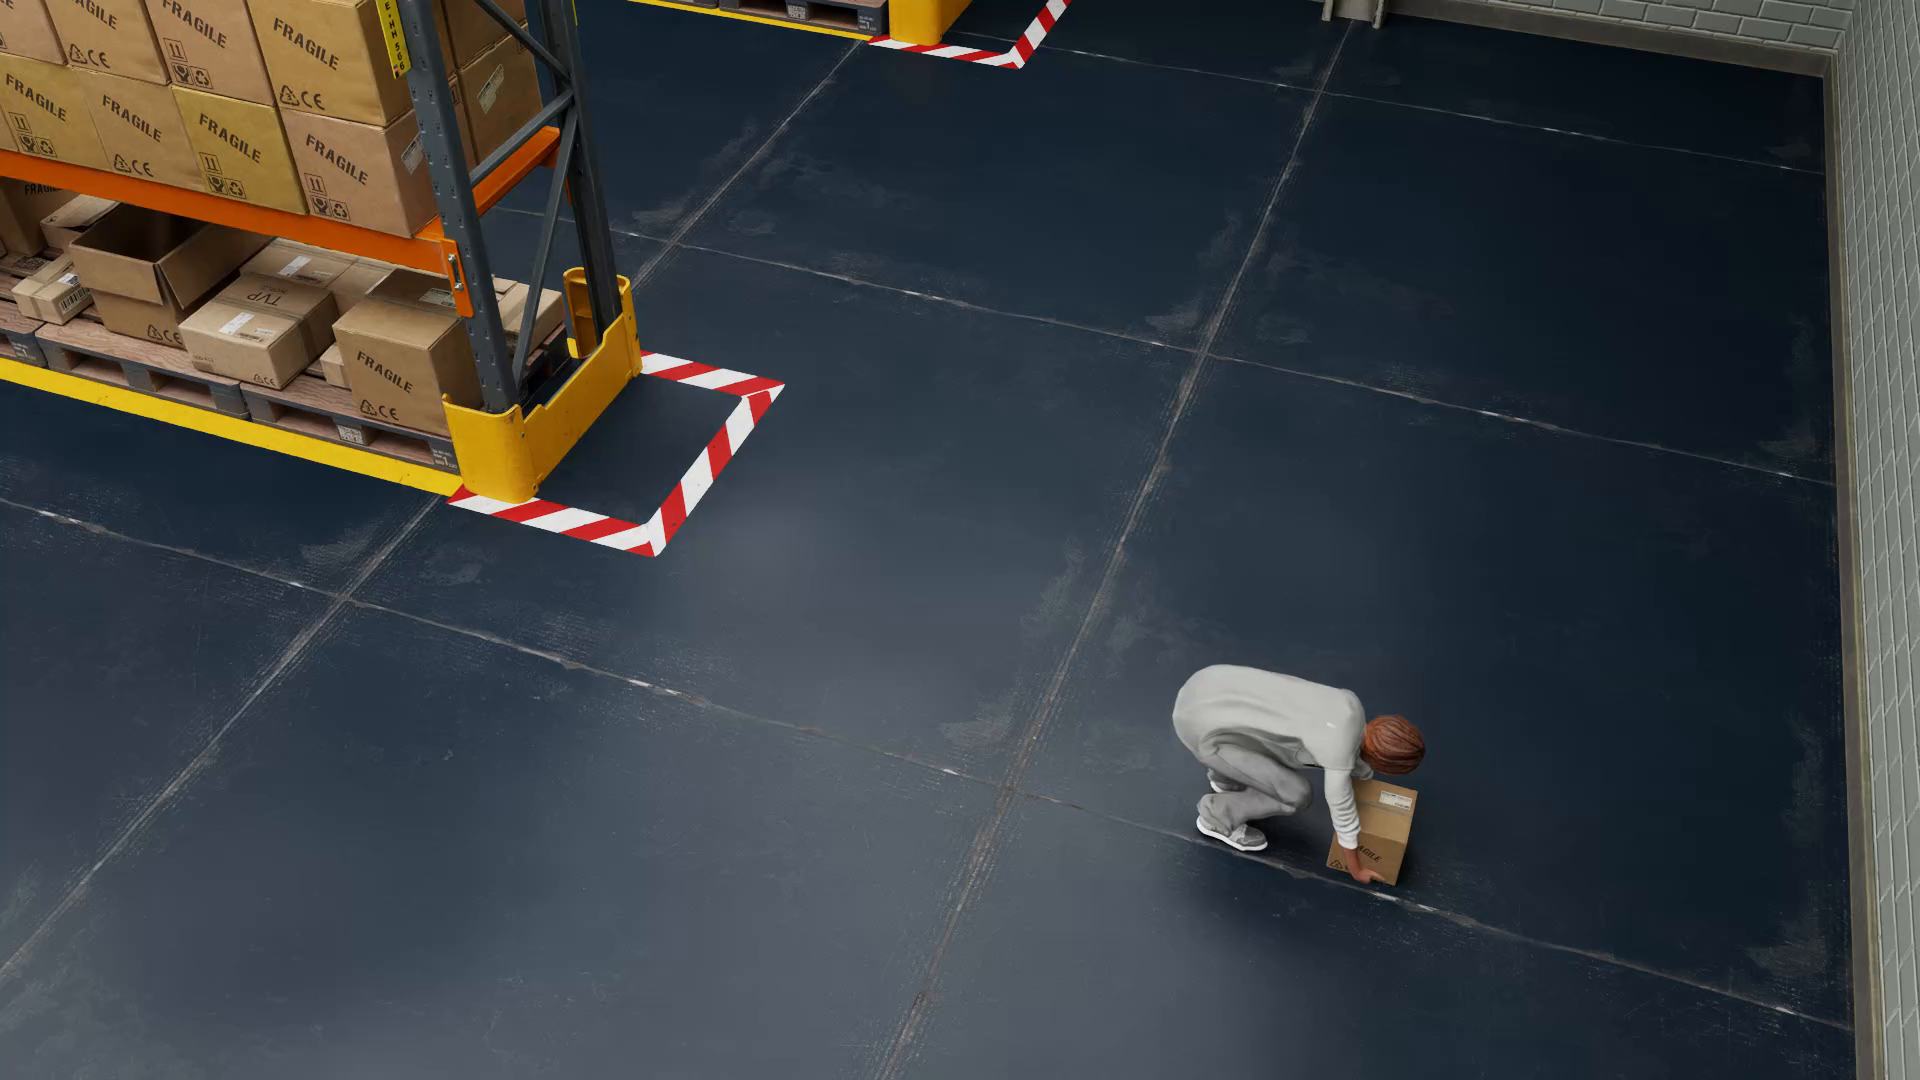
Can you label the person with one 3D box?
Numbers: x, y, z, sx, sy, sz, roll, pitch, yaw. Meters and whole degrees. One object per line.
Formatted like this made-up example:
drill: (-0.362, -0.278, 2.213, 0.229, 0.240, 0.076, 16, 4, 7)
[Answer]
person: (1.103, 0.449, 5.677, 0.513, 1.594, 0.374, 13, 44, 14)
